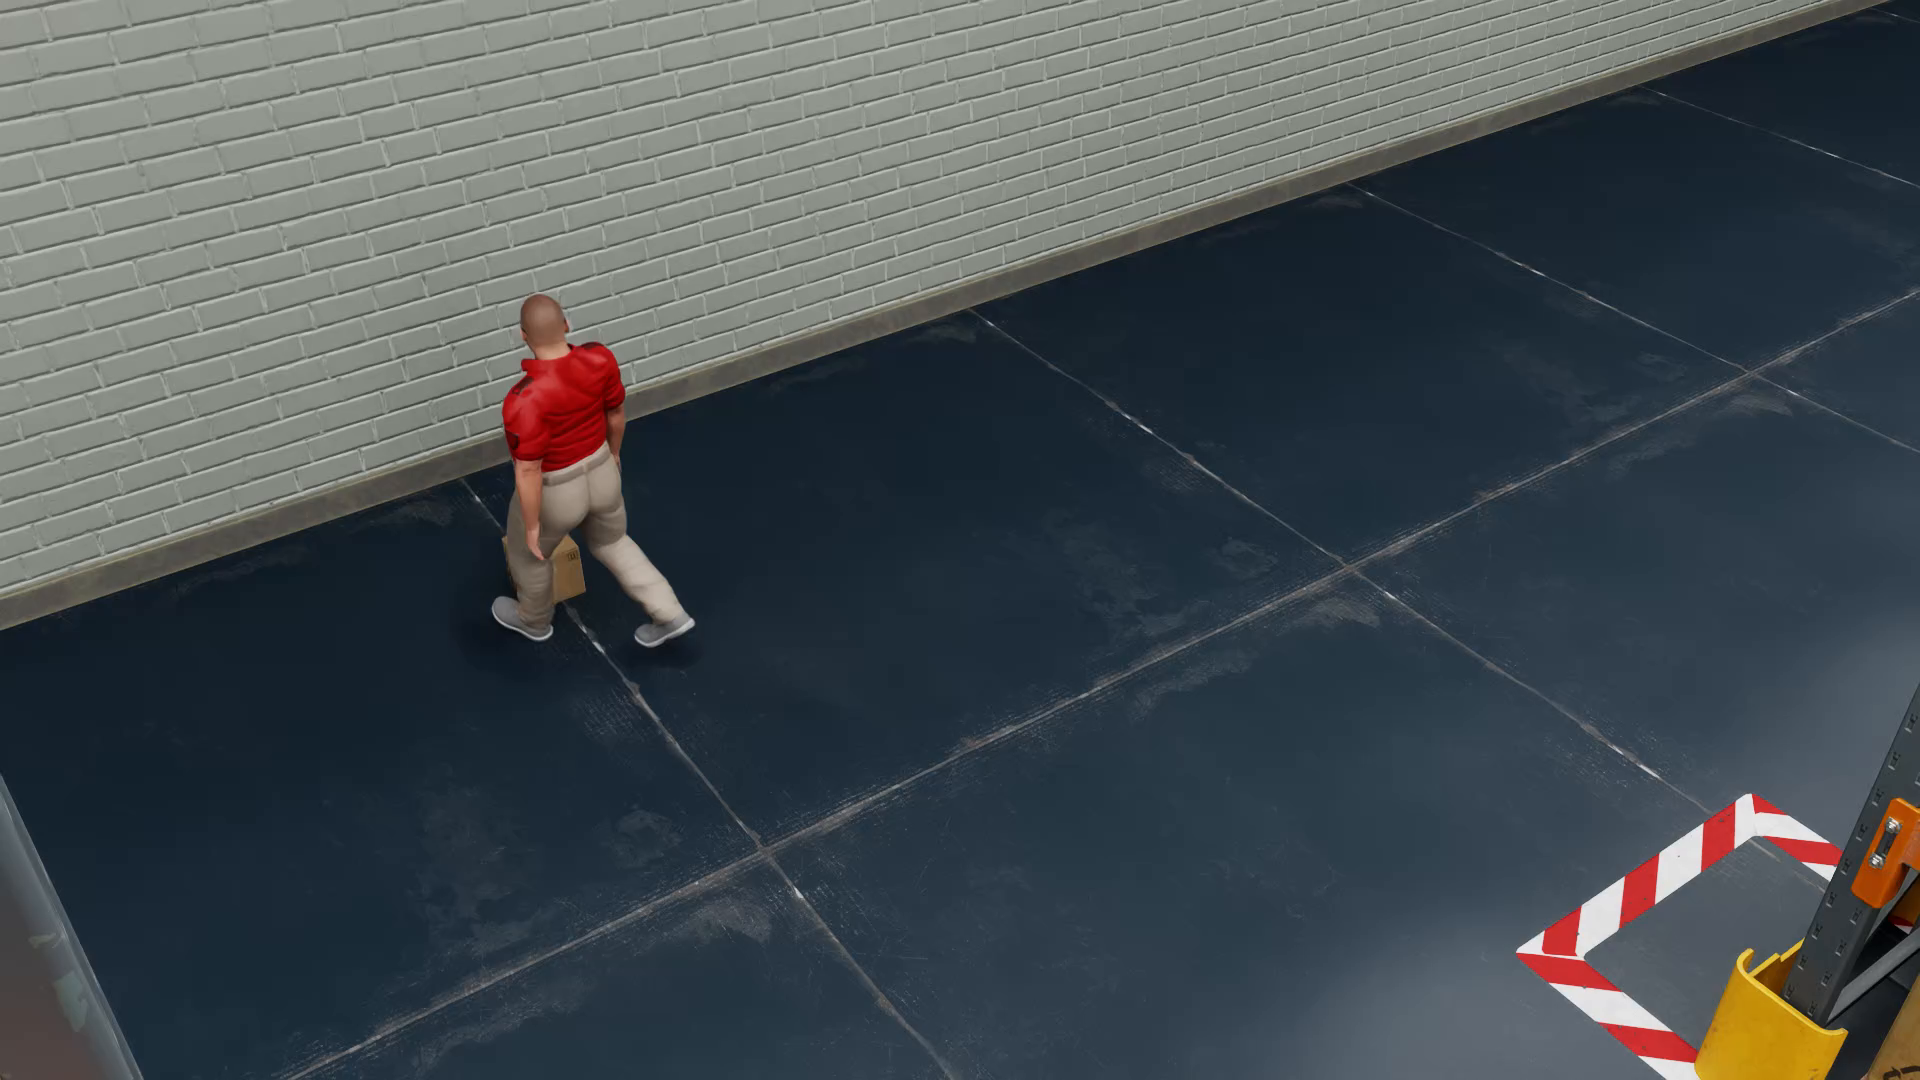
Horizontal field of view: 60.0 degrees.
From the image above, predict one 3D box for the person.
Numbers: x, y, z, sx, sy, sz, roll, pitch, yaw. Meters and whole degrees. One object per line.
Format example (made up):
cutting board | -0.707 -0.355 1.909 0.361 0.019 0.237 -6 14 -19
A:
person | -1.562 -0.242 6.526 0.951 1.681 0.555 27 44 32
